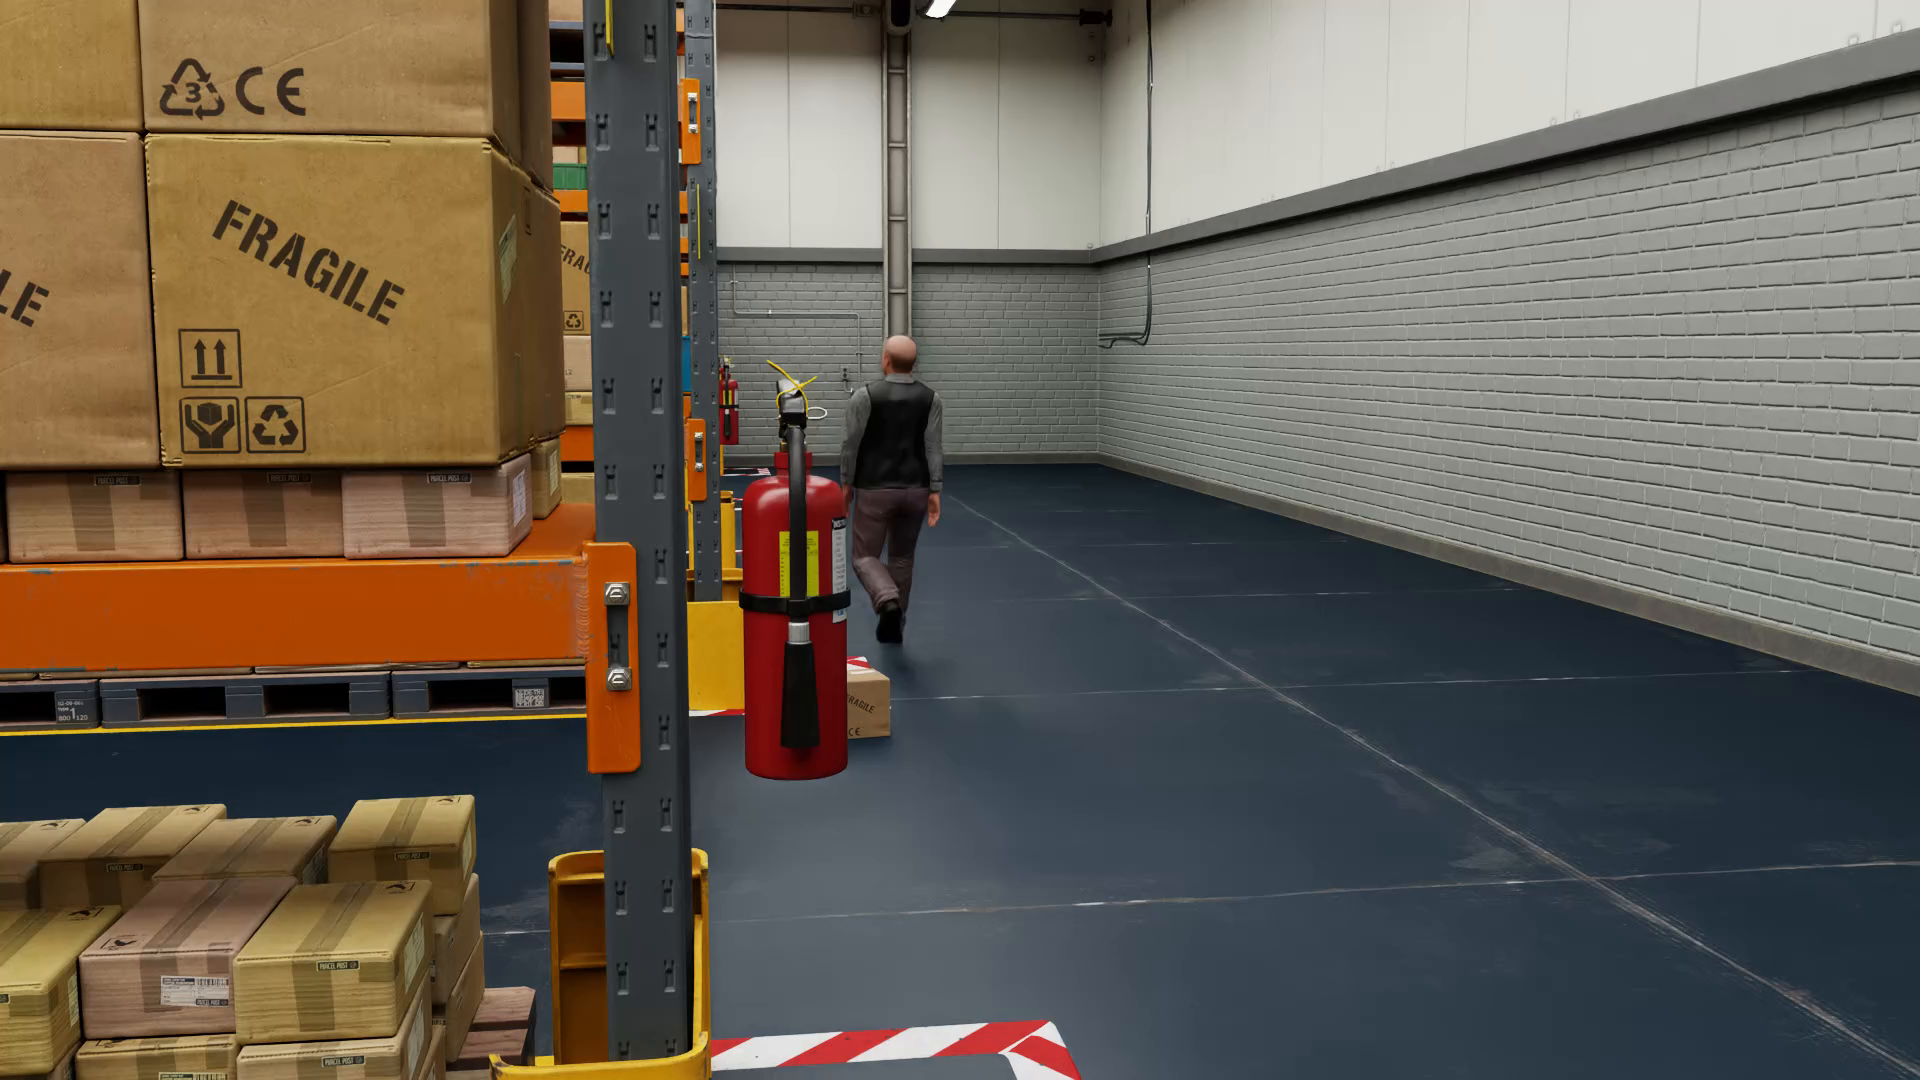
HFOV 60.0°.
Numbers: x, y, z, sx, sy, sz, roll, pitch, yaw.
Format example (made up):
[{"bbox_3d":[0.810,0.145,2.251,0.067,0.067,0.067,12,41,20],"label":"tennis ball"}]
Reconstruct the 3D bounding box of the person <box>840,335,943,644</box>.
[{"bbox_3d":[-0.369,-0.255,9.008,0.552,1.696,0.810,-2,7,-18],"label":"person"}]
